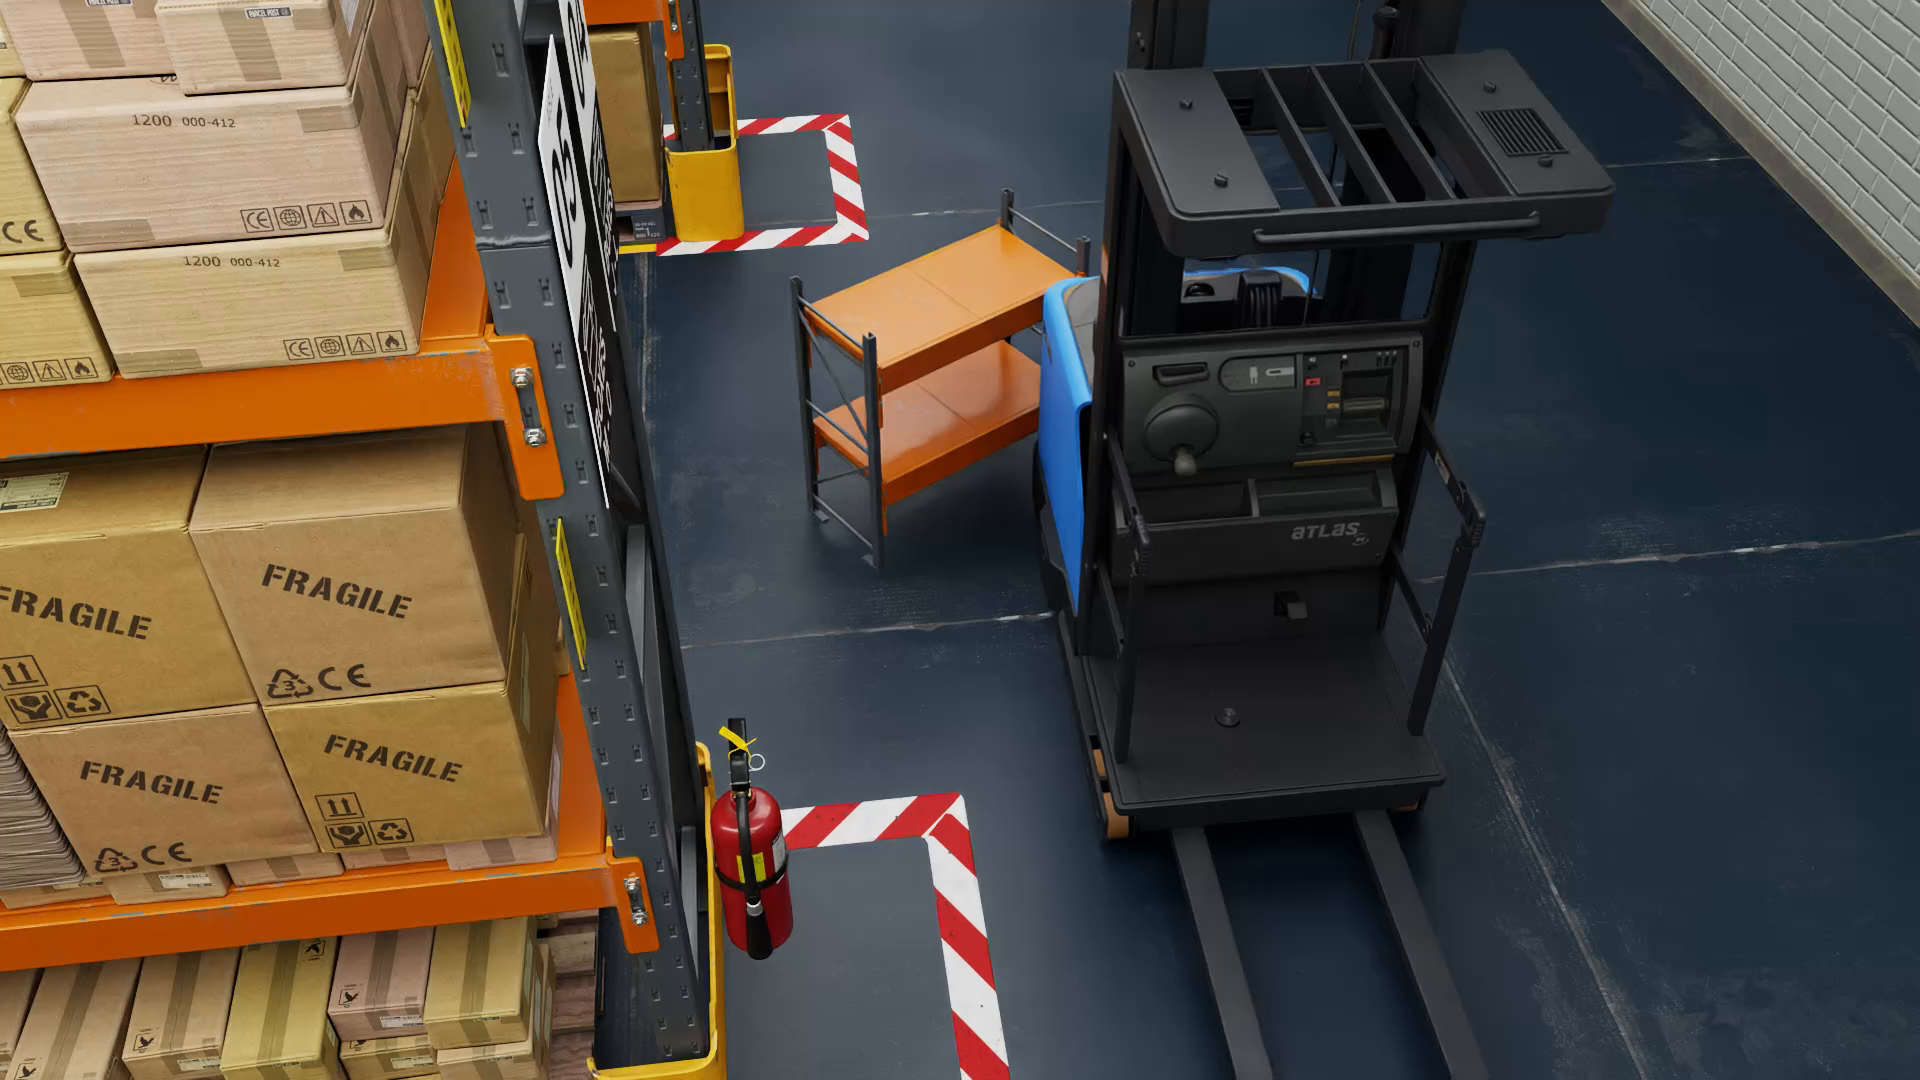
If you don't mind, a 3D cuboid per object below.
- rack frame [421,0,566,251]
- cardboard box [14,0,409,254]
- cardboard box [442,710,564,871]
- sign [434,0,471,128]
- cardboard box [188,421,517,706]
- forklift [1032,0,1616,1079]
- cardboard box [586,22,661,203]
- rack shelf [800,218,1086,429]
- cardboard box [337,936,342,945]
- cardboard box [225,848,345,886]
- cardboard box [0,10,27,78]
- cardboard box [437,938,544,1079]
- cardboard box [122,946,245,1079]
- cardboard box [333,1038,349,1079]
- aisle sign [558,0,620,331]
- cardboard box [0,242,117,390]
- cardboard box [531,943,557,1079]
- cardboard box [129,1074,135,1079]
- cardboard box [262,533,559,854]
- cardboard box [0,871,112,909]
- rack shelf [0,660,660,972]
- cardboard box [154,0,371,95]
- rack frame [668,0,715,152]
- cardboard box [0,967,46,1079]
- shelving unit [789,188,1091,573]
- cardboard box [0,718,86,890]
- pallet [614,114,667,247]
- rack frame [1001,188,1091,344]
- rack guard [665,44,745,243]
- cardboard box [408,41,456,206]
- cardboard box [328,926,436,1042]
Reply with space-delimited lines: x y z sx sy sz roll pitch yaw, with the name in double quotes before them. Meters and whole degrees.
"rack frame" -0.820 -1.940 2.182 0.127 3.000 1.000 -5 42 -6
"cardboard box" -1.244 -0.747 2.838 0.500 0.250 0.500 -6 42 -7
"cardboard box" -1.106 0.597 4.036 0.250 0.149 0.380 -5 42 -5
"sign" -0.768 -0.785 2.480 0.005 0.325 0.100 -5 42 -6
"cardboard box" -1.241 -0.026 3.497 0.500 0.500 0.500 -6 42 -6
"forklift" 0.982 -0.328 4.925 1.130 2.935 3.031 -4 42 -5
"cardboard box" -1.987 -2.274 8.304 0.875 0.875 0.875 -5 42 -6
"rack shelf" -0.066 -0.855 6.421 1.000 0.278 0.538 -28 49 -28
"cardboard box" -1.883 1.021 4.971 0.250 0.149 0.380 -4 42 -5
"cardboard box" -1.605 0.625 4.005 0.250 0.149 0.380 -5 42 -6
"cardboard box" -1.623 -0.901 2.711 0.250 0.149 0.380 -6 42 -7
"cardboard box" -1.306 1.315 4.645 0.250 0.149 0.380 -6 42 -7
"cardboard box" -2.074 1.254 4.490 0.250 0.149 0.380 -7 42 -7
"cardboard box" -1.821 1.361 4.594 0.250 0.149 0.380 -7 42 -7
"aisle sign" -0.786 -0.883 3.549 0.004 0.787 0.394 -5 42 -6
"cardboard box" -1.741 -0.506 2.944 0.500 0.250 0.500 -5 42 -5
"cardboard box" -1.315 1.374 4.802 0.250 0.149 0.380 -4 42 -5
"cardboard box" -2.333 1.415 4.535 0.250 0.149 0.380 -4 42 -5
"cardboard box" -1.232 0.350 3.826 0.500 0.500 0.500 -4 42 -5
"cardboard box" -2.120 0.666 3.959 0.250 0.149 0.380 -7 42 -7
"rack shelf" -2.803 0.728 4.240 4.000 0.370 1.077 -5 42 -6
"cardboard box" -1.111 -0.880 2.688 0.250 0.149 0.380 -5 42 -6
"rack frame" -1.363 -3.015 7.853 0.127 3.000 1.000 -5 42 -6
"cardboard box" -2.609 1.264 4.480 0.250 0.149 0.380 -6 42 -7
"shelving unit" -0.066 -0.638 6.617 1.048 1.125 0.538 -28 49 -28
"cardboard box" -2.245 0.442 3.724 0.500 0.500 0.500 -5 42 -5
"pallet" -2.145 -1.858 8.653 1.213 0.211 1.003 -5 42 -6
"rack frame" 0.331 -0.850 6.853 0.032 1.125 0.500 -28 49 -28
"rack guard" -1.339 -2.089 8.693 0.348 0.500 1.175 -5 42 -6
"cardboard box" -1.298 -0.901 3.382 0.500 0.250 0.500 -4 42 -4
"cardboard box" -1.568 1.167 4.587 0.250 0.149 0.380 -4 42 -5
